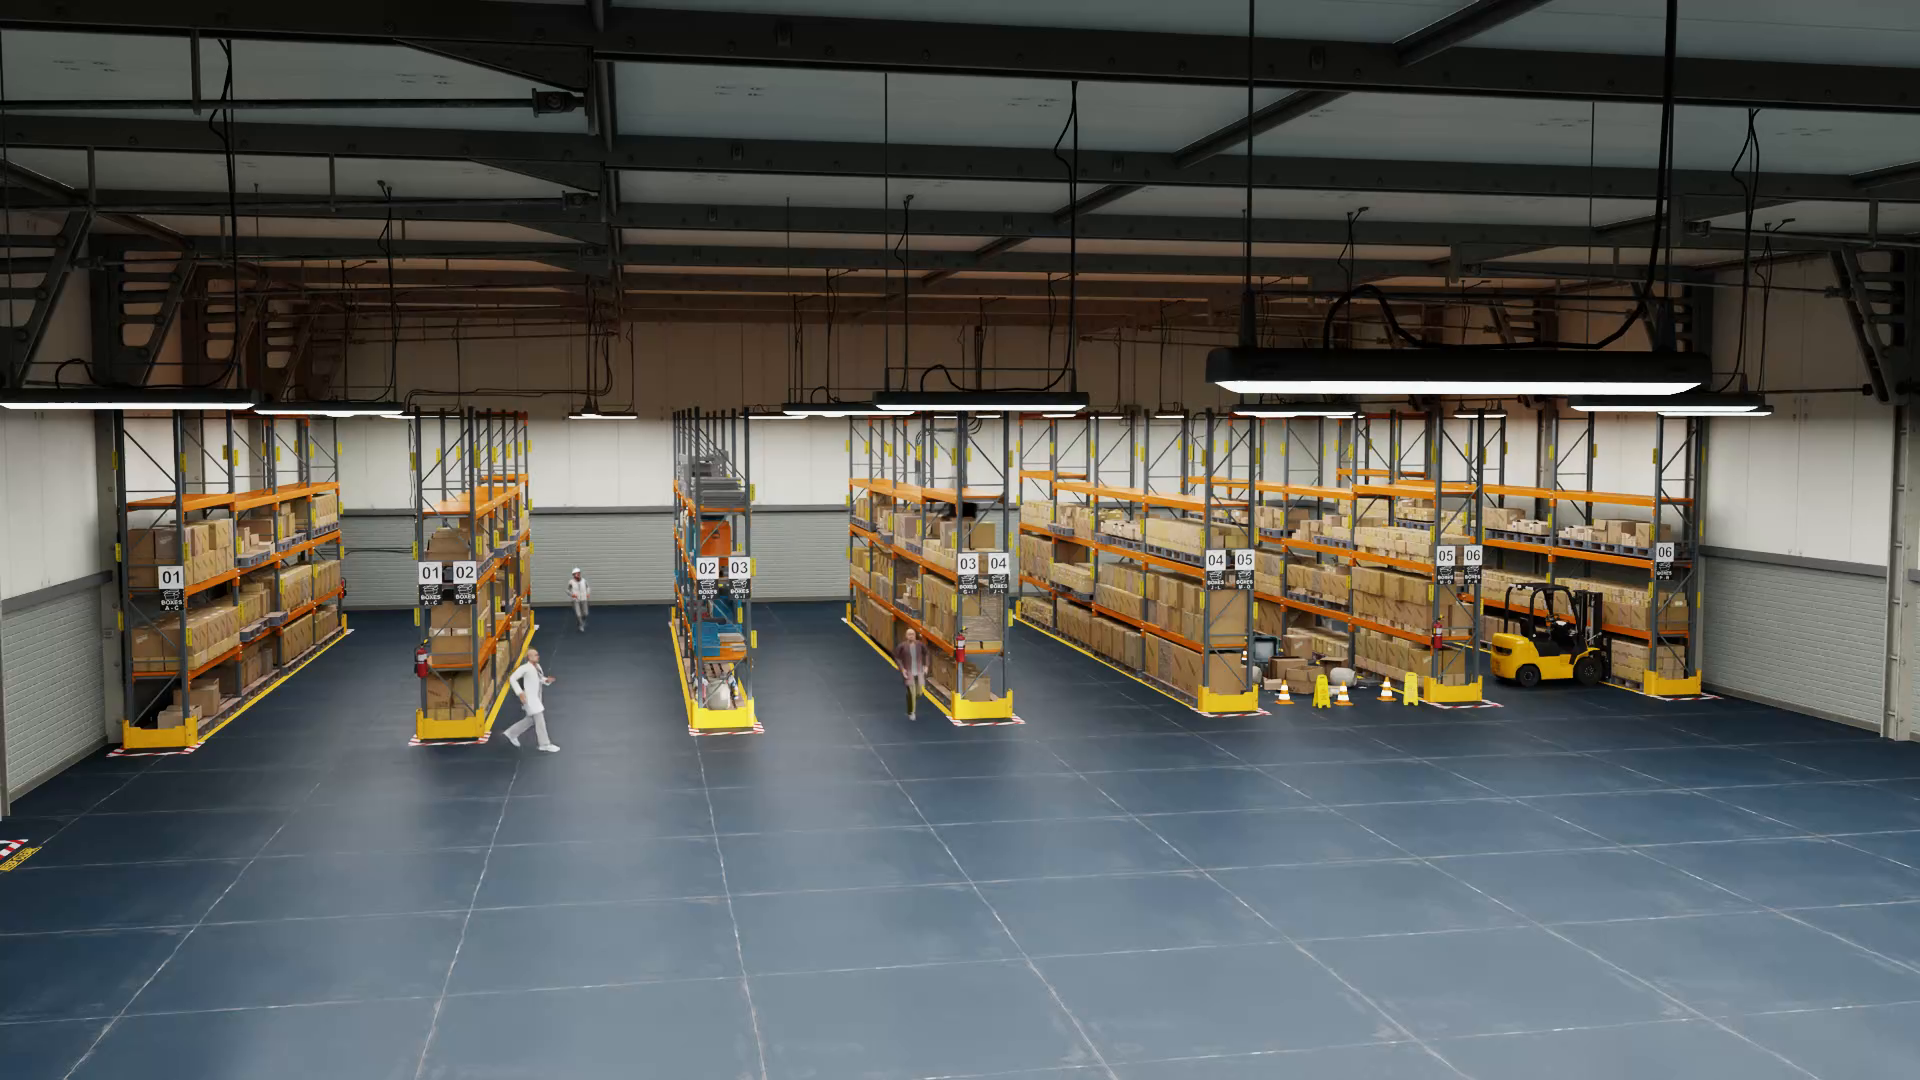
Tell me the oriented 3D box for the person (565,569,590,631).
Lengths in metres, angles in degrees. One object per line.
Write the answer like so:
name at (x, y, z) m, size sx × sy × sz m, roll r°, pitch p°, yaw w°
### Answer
person at (-10.406, 1.636, 45.368) m, size 0.691 × 1.723 × 0.527 m, roll -2°, pitch 5°, yaw -27°

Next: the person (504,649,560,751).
person at (-7.425, 2.858, 28.757) m, size 1.051 × 1.565 × 0.703 m, roll 1°, pitch 4°, yaw 10°

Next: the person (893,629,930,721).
person at (-0.935, 2.582, 32.118) m, size 0.725 × 1.761 × 0.639 m, roll -1°, pitch 4°, yaw -16°

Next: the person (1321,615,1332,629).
person at (9.704, 1.773, 44.113) m, size 0.543 × 1.624 × 0.636 m, roll -1°, pitch 4°, yaw -12°

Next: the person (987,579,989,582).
person at (0.987, 1.417, 48.989) m, size 0.601 × 1.661 × 0.773 m, roll 3°, pitch 5°, yaw 38°
